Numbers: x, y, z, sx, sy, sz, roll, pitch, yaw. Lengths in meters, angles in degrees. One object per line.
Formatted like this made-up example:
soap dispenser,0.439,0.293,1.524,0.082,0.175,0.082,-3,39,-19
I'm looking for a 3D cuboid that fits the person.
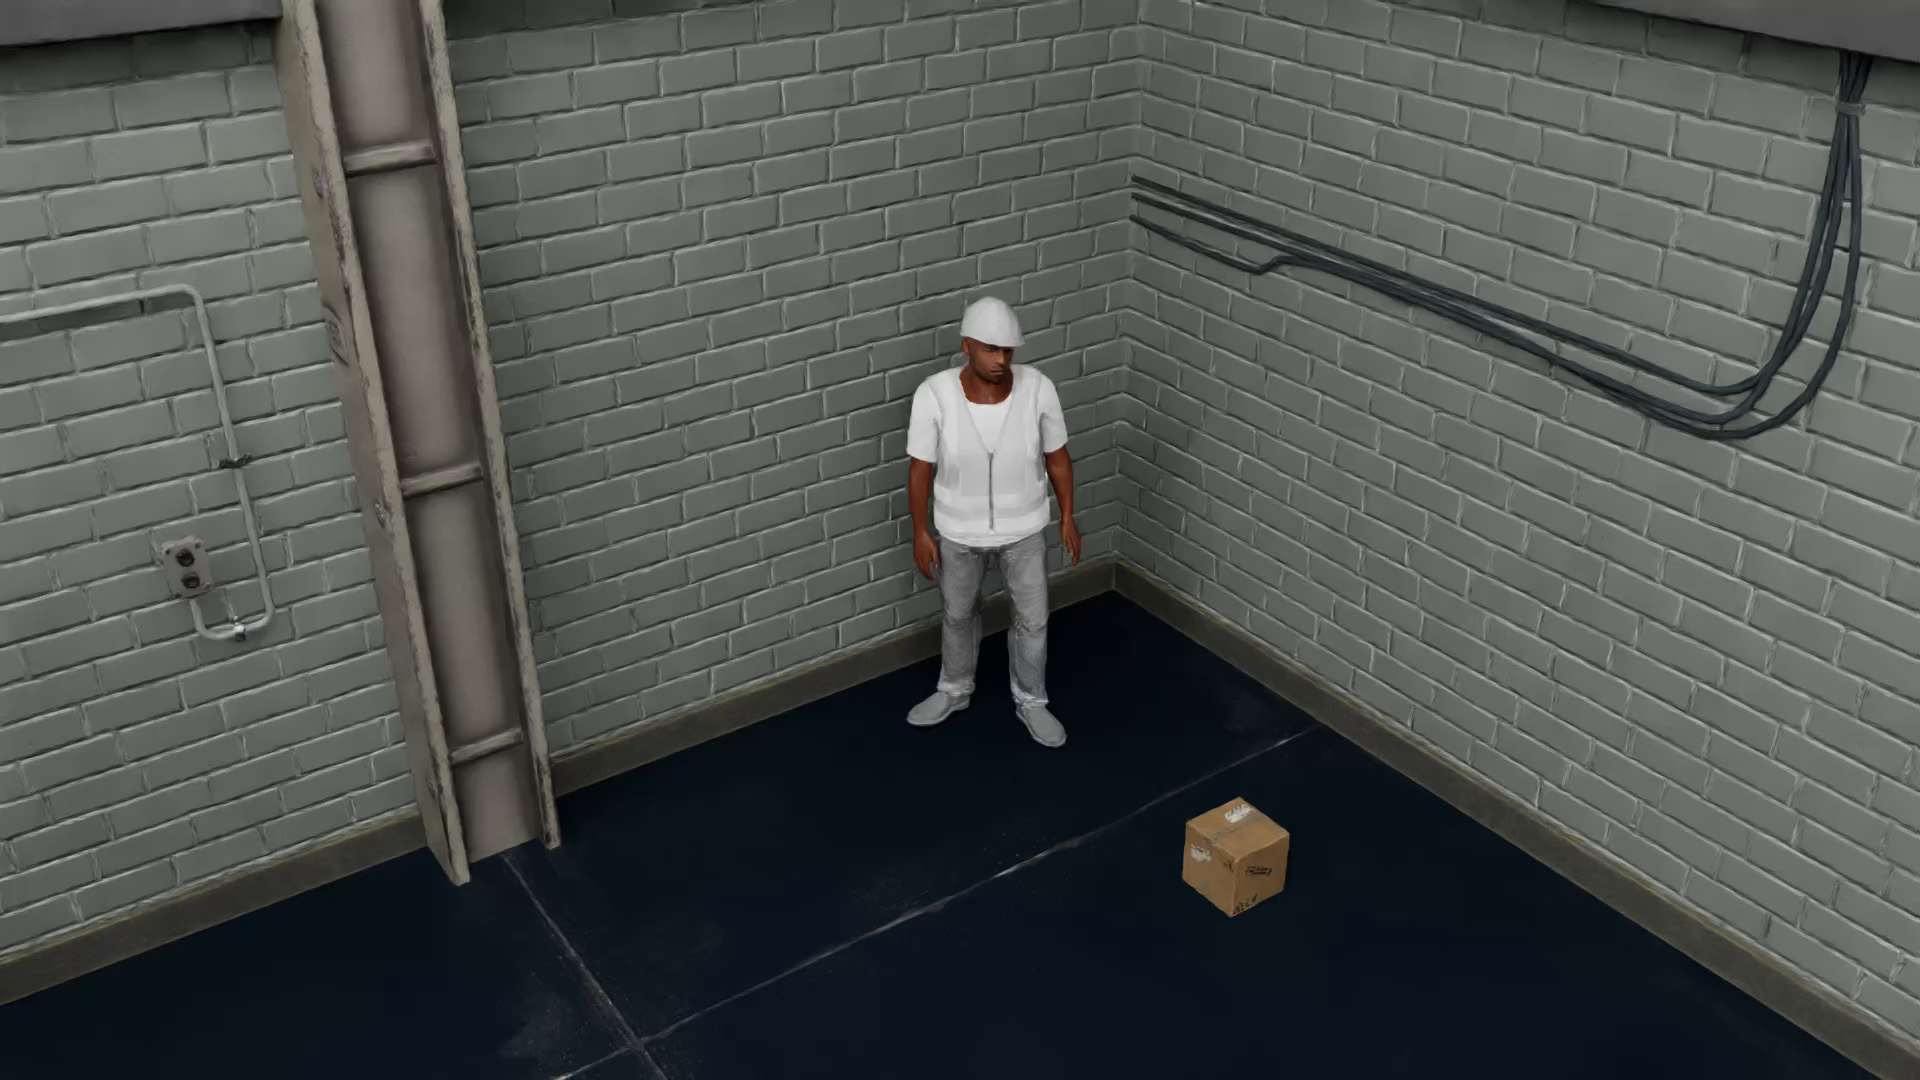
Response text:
person,0.120,-0.054,6.151,0.663,1.771,0.377,0,28,0
